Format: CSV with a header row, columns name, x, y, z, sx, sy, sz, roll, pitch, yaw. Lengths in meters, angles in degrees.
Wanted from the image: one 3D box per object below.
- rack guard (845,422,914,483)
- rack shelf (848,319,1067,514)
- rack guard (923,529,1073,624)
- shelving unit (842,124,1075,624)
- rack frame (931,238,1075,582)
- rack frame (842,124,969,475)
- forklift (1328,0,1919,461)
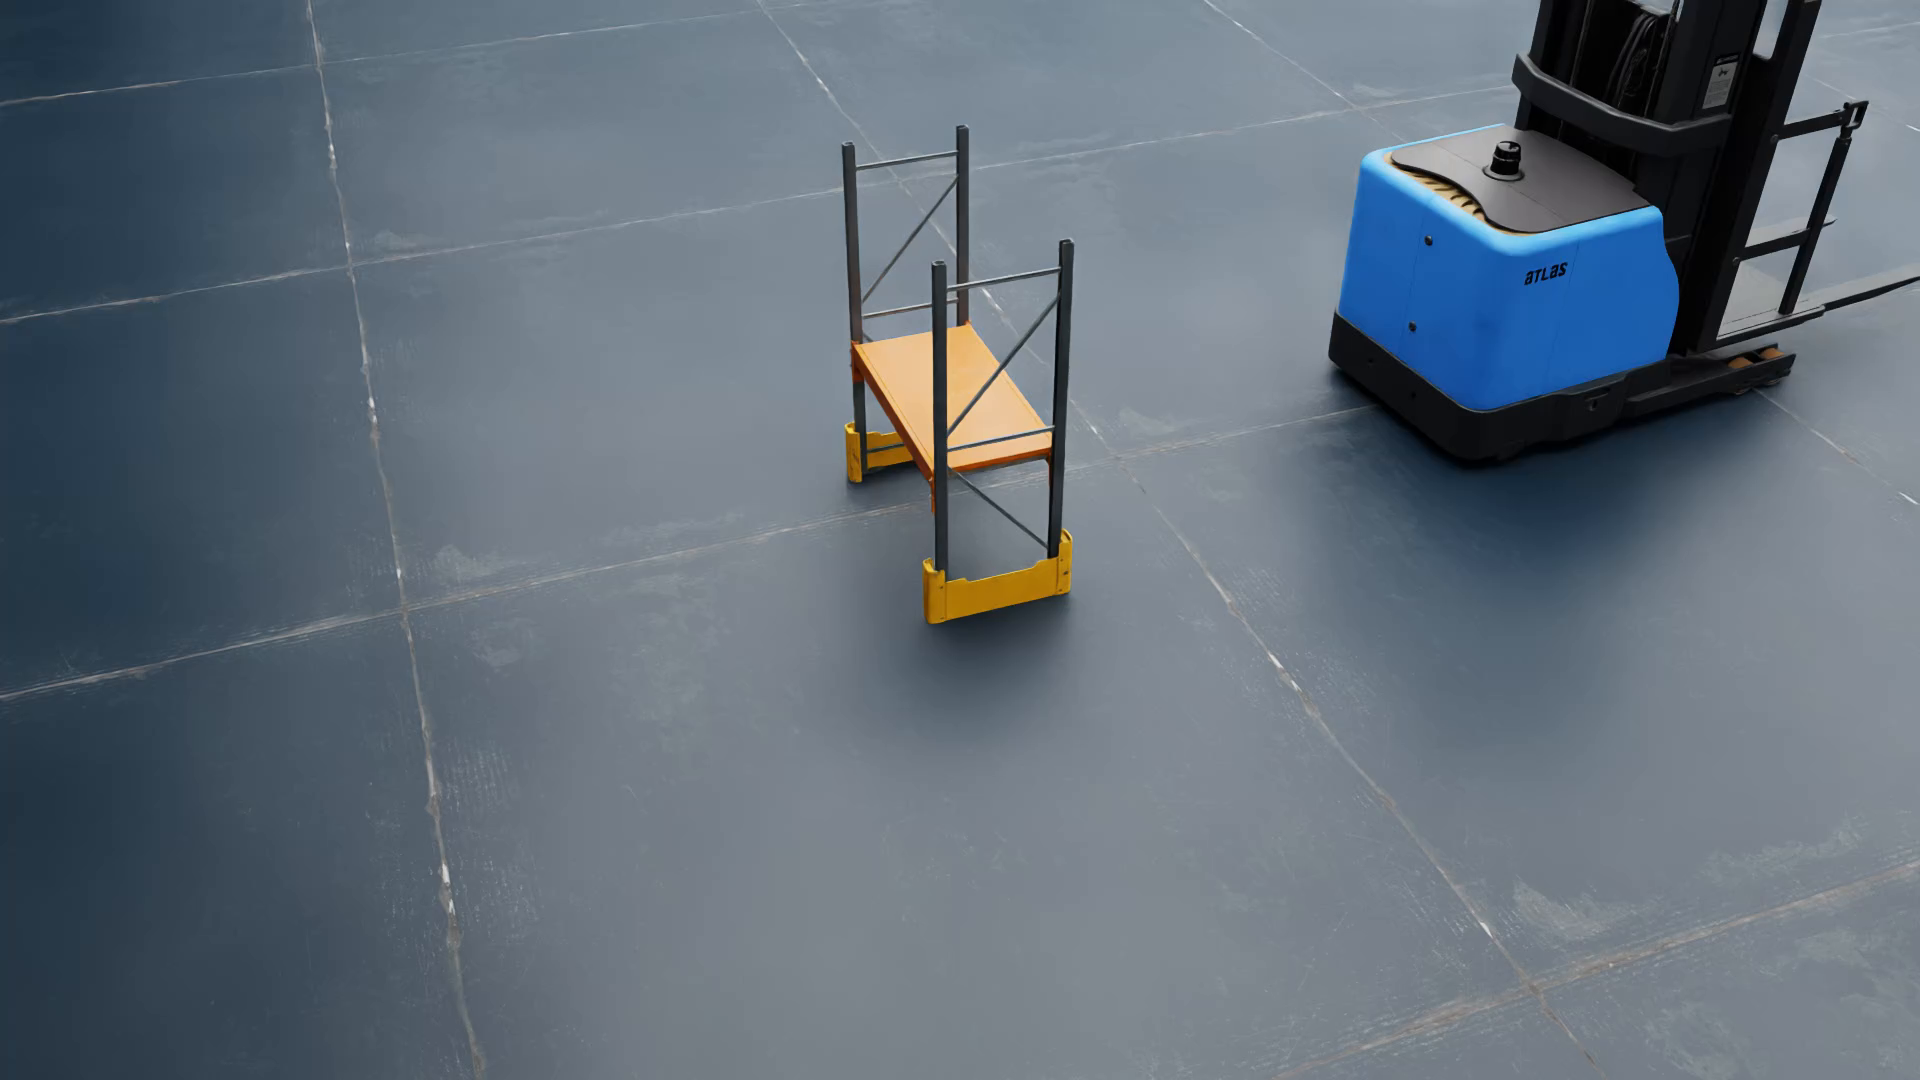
name,x,y,z,sx,sy,sz,roll,pitch,yaw
rack guard,-0.198,-0.424,7.105,0.587,0.250,0.087,-12,39,-16
rack shelf,-0.029,-0.504,6.471,0.538,0.185,1.000,-12,39,-16
rack guard,0.145,0.138,6.358,0.587,0.250,0.087,-12,39,-16
shelving unit,-0.026,-0.642,6.356,0.587,1.500,1.083,-12,39,-16
rack frame,0.146,-0.360,5.981,0.500,1.500,0.032,-12,39,-16
rack frame,-0.204,-0.934,6.744,0.500,1.500,0.032,-12,39,-16
forklift,3.278,-2.109,7.114,3.031,2.935,1.130,-16,40,-20
